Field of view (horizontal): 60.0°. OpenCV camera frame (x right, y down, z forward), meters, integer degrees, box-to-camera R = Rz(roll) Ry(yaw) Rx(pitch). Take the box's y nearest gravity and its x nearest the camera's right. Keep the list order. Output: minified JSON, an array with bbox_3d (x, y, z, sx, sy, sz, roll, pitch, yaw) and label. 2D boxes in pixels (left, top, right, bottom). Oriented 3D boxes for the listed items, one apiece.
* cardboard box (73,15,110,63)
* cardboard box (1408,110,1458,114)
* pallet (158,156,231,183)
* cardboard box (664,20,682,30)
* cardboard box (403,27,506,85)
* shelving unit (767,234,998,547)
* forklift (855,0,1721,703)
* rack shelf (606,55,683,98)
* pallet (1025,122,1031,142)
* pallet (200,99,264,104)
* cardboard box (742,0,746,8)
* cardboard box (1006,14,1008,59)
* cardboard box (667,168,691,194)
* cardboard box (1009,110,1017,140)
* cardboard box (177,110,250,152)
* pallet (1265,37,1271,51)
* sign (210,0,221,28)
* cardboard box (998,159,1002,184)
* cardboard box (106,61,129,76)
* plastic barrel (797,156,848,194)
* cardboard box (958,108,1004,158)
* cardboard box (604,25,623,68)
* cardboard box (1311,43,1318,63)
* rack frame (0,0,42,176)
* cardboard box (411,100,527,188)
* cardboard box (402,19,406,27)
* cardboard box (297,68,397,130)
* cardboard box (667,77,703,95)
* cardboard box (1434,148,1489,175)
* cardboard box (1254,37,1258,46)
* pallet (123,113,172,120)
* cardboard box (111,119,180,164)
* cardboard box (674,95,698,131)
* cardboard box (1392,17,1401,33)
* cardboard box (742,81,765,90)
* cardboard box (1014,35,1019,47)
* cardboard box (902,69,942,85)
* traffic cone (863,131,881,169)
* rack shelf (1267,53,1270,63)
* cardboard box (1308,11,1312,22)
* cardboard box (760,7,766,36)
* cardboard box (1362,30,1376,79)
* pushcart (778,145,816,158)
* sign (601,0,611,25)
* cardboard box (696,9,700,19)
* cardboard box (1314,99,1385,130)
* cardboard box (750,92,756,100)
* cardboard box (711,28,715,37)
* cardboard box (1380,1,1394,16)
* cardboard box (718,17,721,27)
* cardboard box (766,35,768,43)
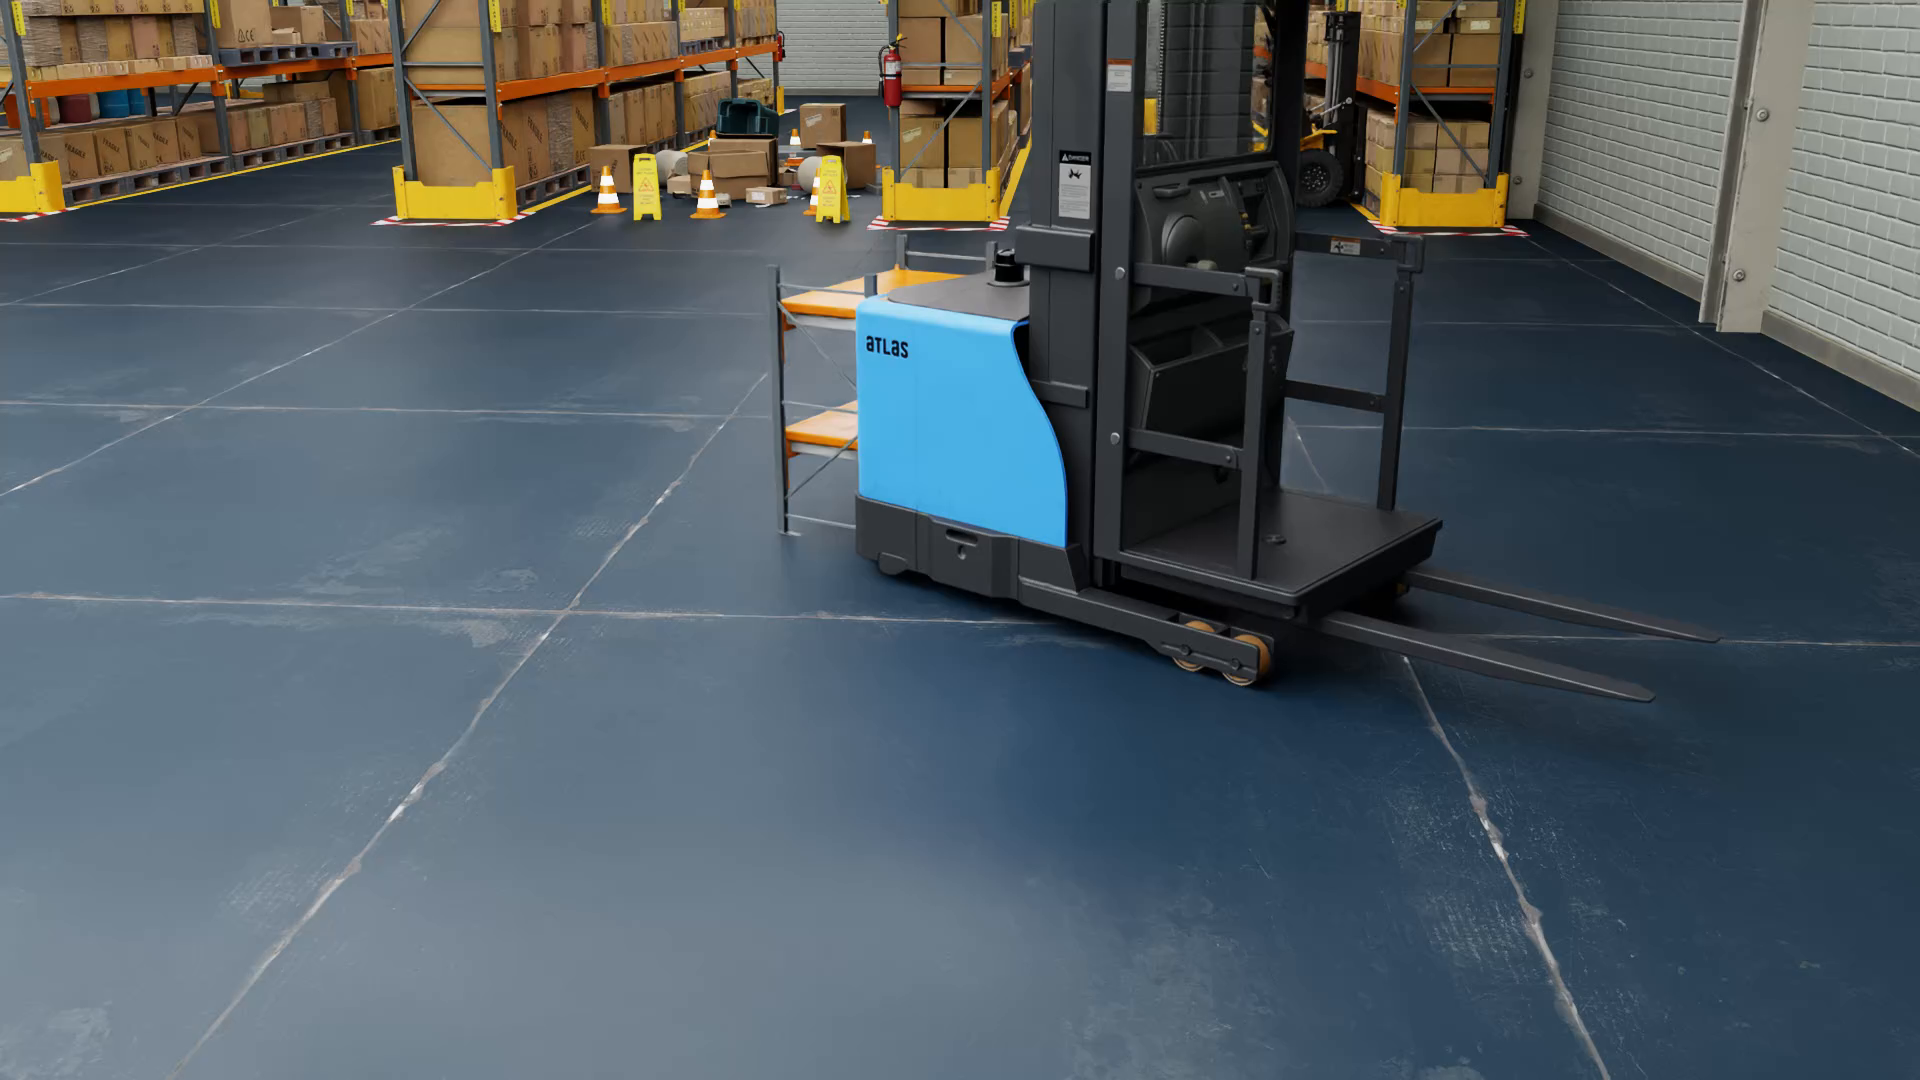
[{"bbox_3d":[-10.015,-5.555,18.420,0.875,0.500,0.500,1,18,4],"label":"cardboard box"},{"bbox_3d":[5.104,-4.535,18.082,0.500,0.250,0.500,1,18,3],"label":"cardboard box"},{"bbox_3d":[-9.803,-4.591,20.596,1.003,0.211,1.213,1,18,4],"label":"pallet"},{"bbox_3d":[-4.329,-7.593,24.530,0.380,0.149,0.250,2,18,6],"label":"cardboard box"},{"bbox_3d":[-5.156,-4.929,16.907,0.875,0.550,0.550,1,18,4],"label":"cardboard box"},{"bbox_3d":[-0.304,-0.670,7.162,0.538,1.125,1.048,10,20,27],"label":"shelving unit"},{"bbox_3d":[1.043,-1.099,5.571,3.031,2.935,1.130,15,23,38],"label":"forklift"},{"bbox_3d":[-4.707,-6.263,22.375,1.077,0.370,4.000,1,18,4],"label":"rack shelf"},{"bbox_3d":[0.603,-6.443,26.247,1.003,0.211,1.213,1,18,4],"label":"pallet"},{"bbox_3d":[-13.968,-8.383,32.168,1.003,0.211,1.213,1,18,4],"label":"pallet"},{"bbox_3d":[-3.979,-9.428,28.636,0.500,0.500,0.500,1,18,2],"label":"cardboard box"},{"bbox_3d":[0.280,-5.790,19.137,0.500,0.500,0.500,2,18,6],"label":"cardboard box"},{"bbox_3d":[-3.136,-4.110,19.038,0.396,0.266,0.258,4,19,13],"label":"cardboard box"},{"bbox_3d":[0.331,-5.922,23.726,0.950,0.372,0.625,0,18,0],"label":"cardboard box"},{"bbox_3d":[-9.725,-5.337,21.702,0.700,0.500,0.500,0,18,0],"label":"cardboard box"},{"bbox_3d":[5.453,-7.943,26.654,1.003,0.211,1.213,1,18,4],"label":"pallet"},{"bbox_3d":[-9.248,-6.527,20.636,0.100,0.325,0.005,1,18,4],"label":"sign"},{"bbox_3d":[0.185,-3.958,17.926,0.500,0.250,0.500,2,18,6],"label":"cardboard box"},{"bbox_3d":[-9.614,-5.311,18.718,0.380,0.149,0.250,1,18,4],"label":"cardboard box"},{"bbox_3d":[-1.554,-4.113,18.796,0.512,0.421,0.421,17,25,41],"label":"plastic barrel"},{"bbox_3d":[0.220,-4.481,18.319,0.500,0.500,0.500,2,18,5],"label":"cardboard box"},{"bbox_3d":[-4.544,-6.189,20.832,0.500,0.500,0.500,1,18,5],"label":"cardboard box"},{"bbox_3d":[4.986,-6.517,22.237,0.500,0.250,0.500,1,18,2],"label":"cardboard box"},{"bbox_3d":[-10.077,-4.884,17.009,1.000,3.000,0.127,1,18,4],"label":"rack frame"},{"bbox_3d":[-5.154,-4.143,17.489,0.875,0.875,0.875,1,18,4],"label":"cardboard box"},{"bbox_3d":[-9.091,-8.035,26.467,0.500,0.500,0.500,1,18,4],"label":"cardboard box"},{"bbox_3d":[-9.433,-6.772,25.510,1.225,0.875,0.875,0,18,1],"label":"cardboard box"},{"bbox_3d":[-4.236,-6.960,25.483,0.500,0.250,0.500,1,18,3],"label":"cardboard box"},{"bbox_3d":[5.000,-3.825,16.716,0.500,0.250,0.500,2,18,5],"label":"cardboard box"},{"bbox_3d":[5.467,-8.908,29.694,0.380,0.149,0.250,1,18,2],"label":"cardboard box"},{"bbox_3d":[-14.254,-7.157,28.427,1.003,0.211,1.213,1,18,4],"label":"pallet"},{"bbox_3d":[-9.892,-4.836,20.205,0.500,0.500,0.500,7,20,21],"label":"cardboard box"},{"bbox_3d":[-4.258,-6.452,25.135,0.500,0.500,0.500,1,18,2],"label":"cardboard box"},{"bbox_3d":[4.493,-5.102,16.475,0.380,0.149,0.250,2,18,5],"label":"cardboard box"},{"bbox_3d":[-3.788,-8.344,30.520,0.380,0.149,0.250,2,18,6],"label":"cardboard box"},{"bbox_3d":[0.570,-6.554,21.835,0.380,0.149,0.250,2,18,6],"label":"cardboard box"},{"bbox_3d":[-0.379,-4.664,16.743,0.380,0.149,0.250,2,18,6],"label":"cardboard box"},{"bbox_3d":[-1.213,-5.115,21.791,0.336,0.463,0.334,1,18,4],"label":"traffic cone"},{"bbox_3d":[5.476,-7.317,25.590,1.077,0.370,4.000,1,18,4],"label":"rack shelf"},{"bbox_3d":[4.998,-7.218,22.931,0.380,0.149,0.250,2,18,5],"label":"cardboard box"},{"bbox_3d":[-3.834,-9.437,30.267,0.500,0.500,0.500,1,18,4],"label":"cardboard box"},{"bbox_3d":[4.640,-5.235,17.923,0.500,0.500,0.500,1,18,4],"label":"cardboard box"},{"bbox_3d":[-2.183,-4.694,20.642,1.648,0.377,0.936,-5,19,-15],"label":"pushcart"},{"bbox_3d":[-4.297,-6.421,20.184,0.100,0.325,0.005,1,18,4],"label":"sign"},{"bbox_3d":[-4.244,-8.136,25.710,0.380,0.149,0.250,2,18,6],"label":"cardboard box"},{"bbox_3d":[5.187,-5.503,22.039,0.875,0.625,0.625,1,18,2],"label":"cardboard box"},{"bbox_3d":[-3.875,-7.963,29.833,0.380,0.149,0.250,1,18,3],"label":"cardboard box"},{"bbox_3d":[-4.164,-8.185,26.814,0.380,0.149,0.250,0,18,1],"label":"cardboard box"},{"bbox_3d":[4.553,-5.484,17.162,0.380,0.149,0.250,2,18,5],"label":"cardboard box"},{"bbox_3d":[-4.126,-8.480,27.237,0.380,0.149,0.250,1,18,4],"label":"cardboard box"},{"bbox_3d":[-3.790,-9.329,30.980,0.380,0.149,0.250,1,18,3],"label":"cardboard box"}]
